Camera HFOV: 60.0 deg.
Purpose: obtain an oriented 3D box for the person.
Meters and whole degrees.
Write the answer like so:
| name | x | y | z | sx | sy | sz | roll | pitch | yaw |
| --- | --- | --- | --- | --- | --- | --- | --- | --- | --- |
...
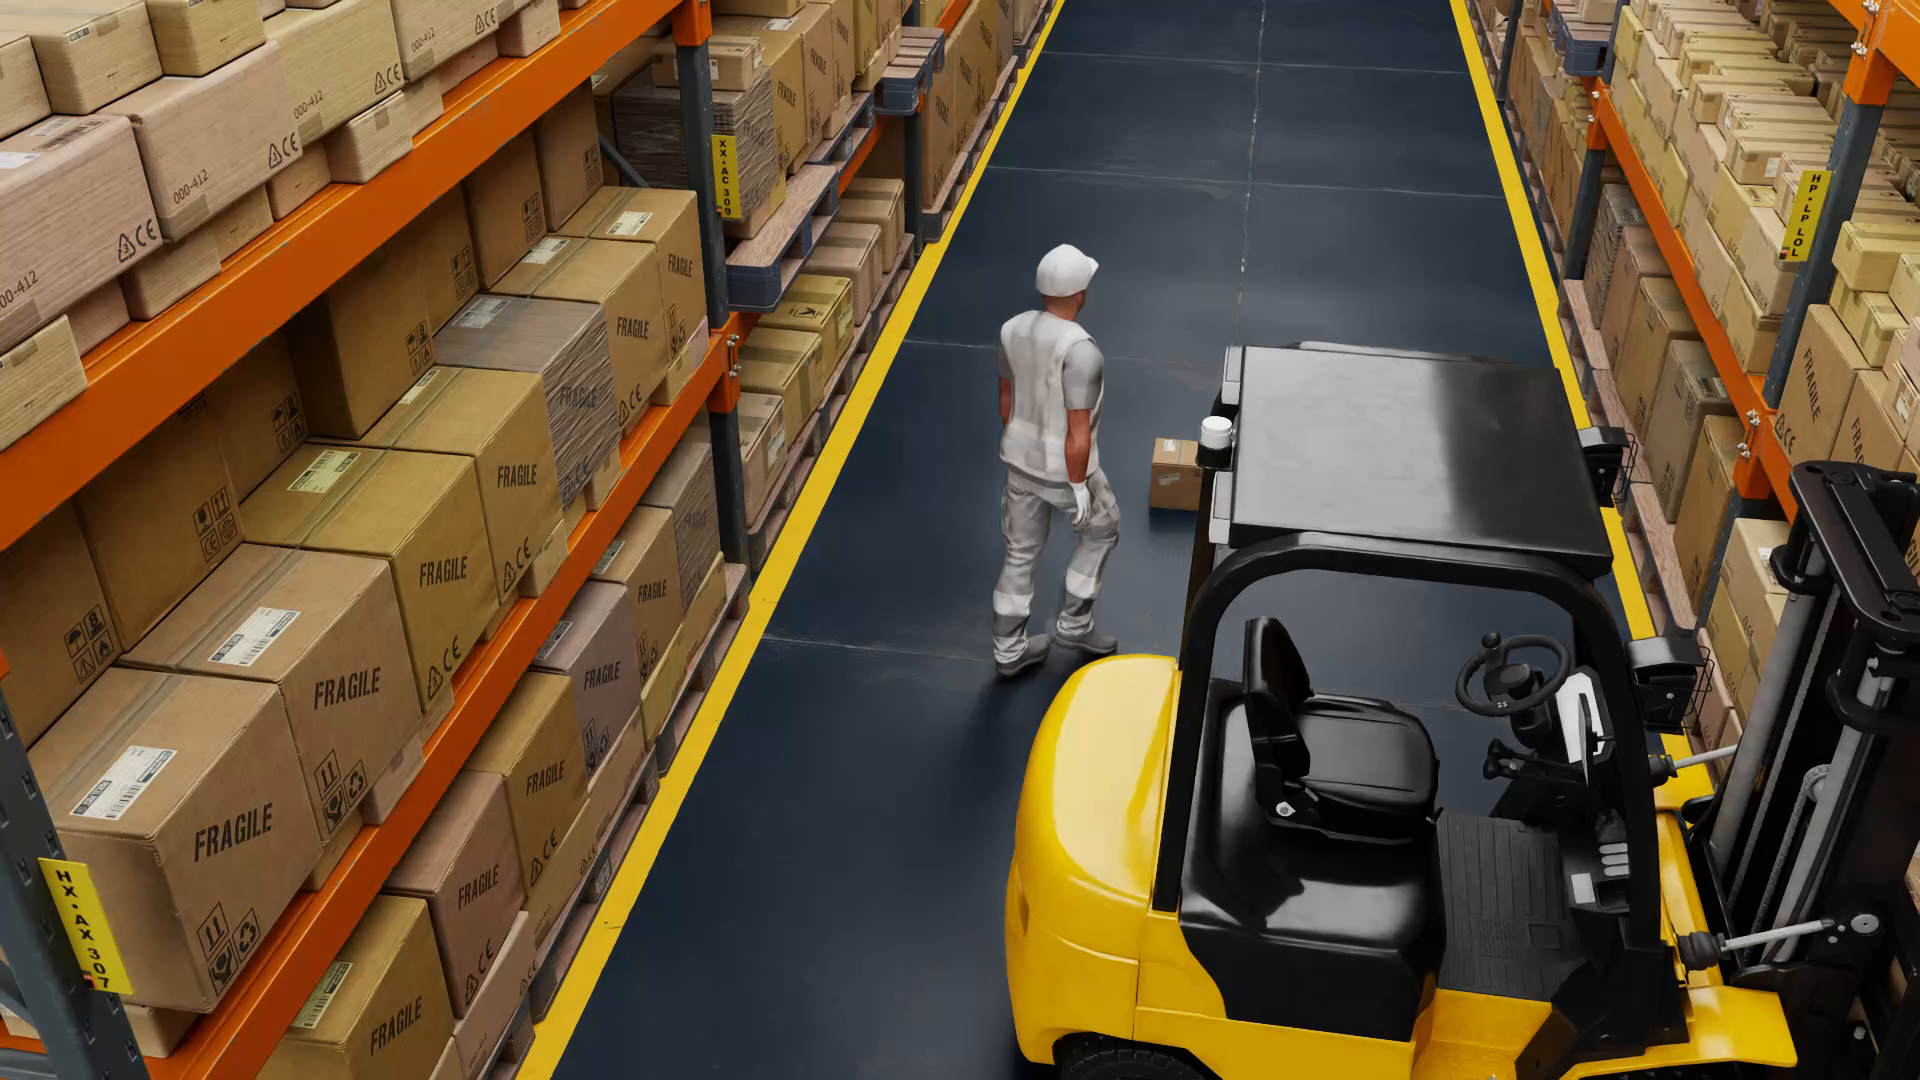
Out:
| name | x | y | z | sx | sy | sz | roll | pitch | yaw |
| --- | --- | --- | --- | --- | --- | --- | --- | --- | --- |
| person | 0.344 | -0.280 | 6.543 | 0.583 | 1.791 | 0.548 | 27 | 41 | 36 |
